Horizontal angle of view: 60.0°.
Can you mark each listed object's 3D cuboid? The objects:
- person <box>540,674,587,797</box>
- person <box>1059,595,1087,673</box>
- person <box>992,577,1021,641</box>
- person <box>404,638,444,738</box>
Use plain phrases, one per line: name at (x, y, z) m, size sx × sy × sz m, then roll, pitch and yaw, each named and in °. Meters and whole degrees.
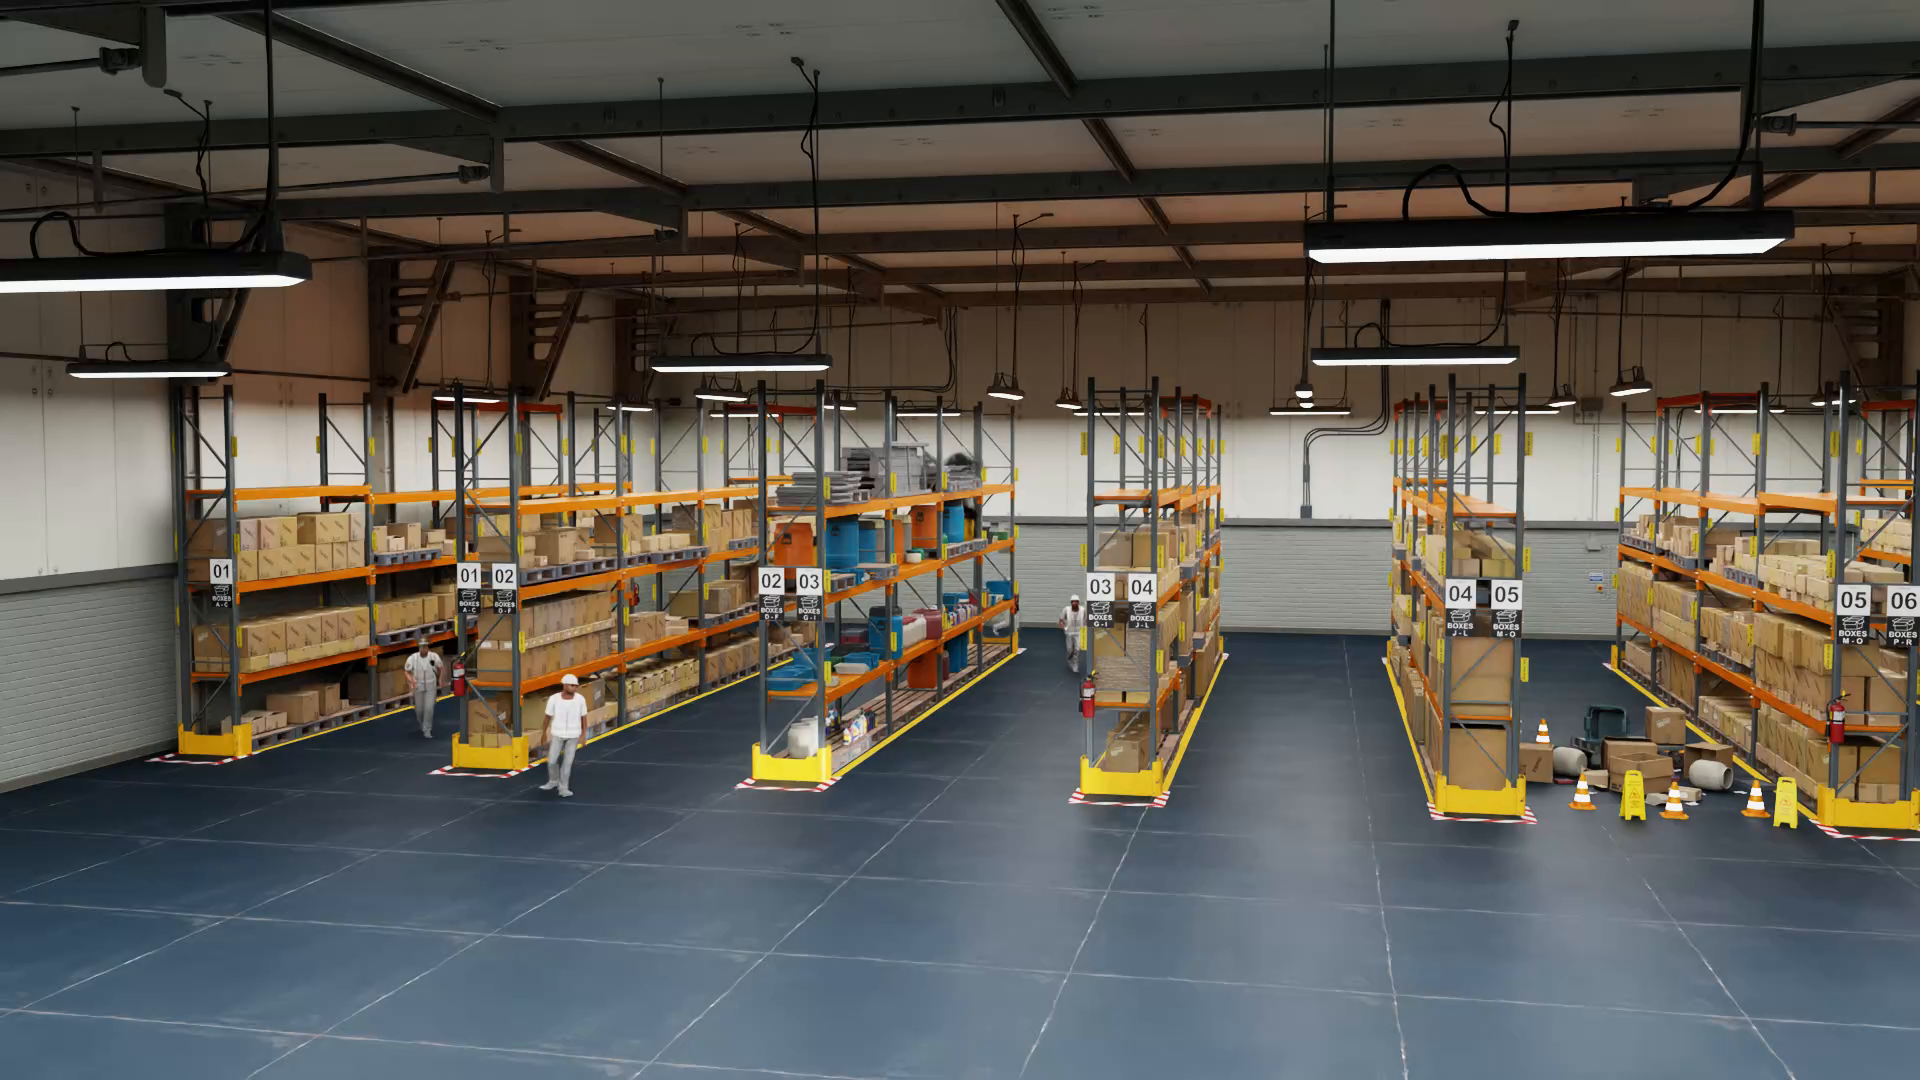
person at (-5.671, 2.788, 23.778) m, size 0.668 × 1.756 × 0.429 m, roll -1°, pitch 3°, yaw -19°
person at (2.541, 2.079, 37.038) m, size 0.684 × 1.729 × 0.705 m, roll 0°, pitch 3°, yaw 0°
person at (1.255, 1.785, 43.107) m, size 0.841 × 1.661 × 0.632 m, roll 2°, pitch 4°, yaw 33°
person at (-9.286, 2.534, 28.826) m, size 0.667 × 1.731 × 0.769 m, roll -1°, pitch 3°, yaw -17°
